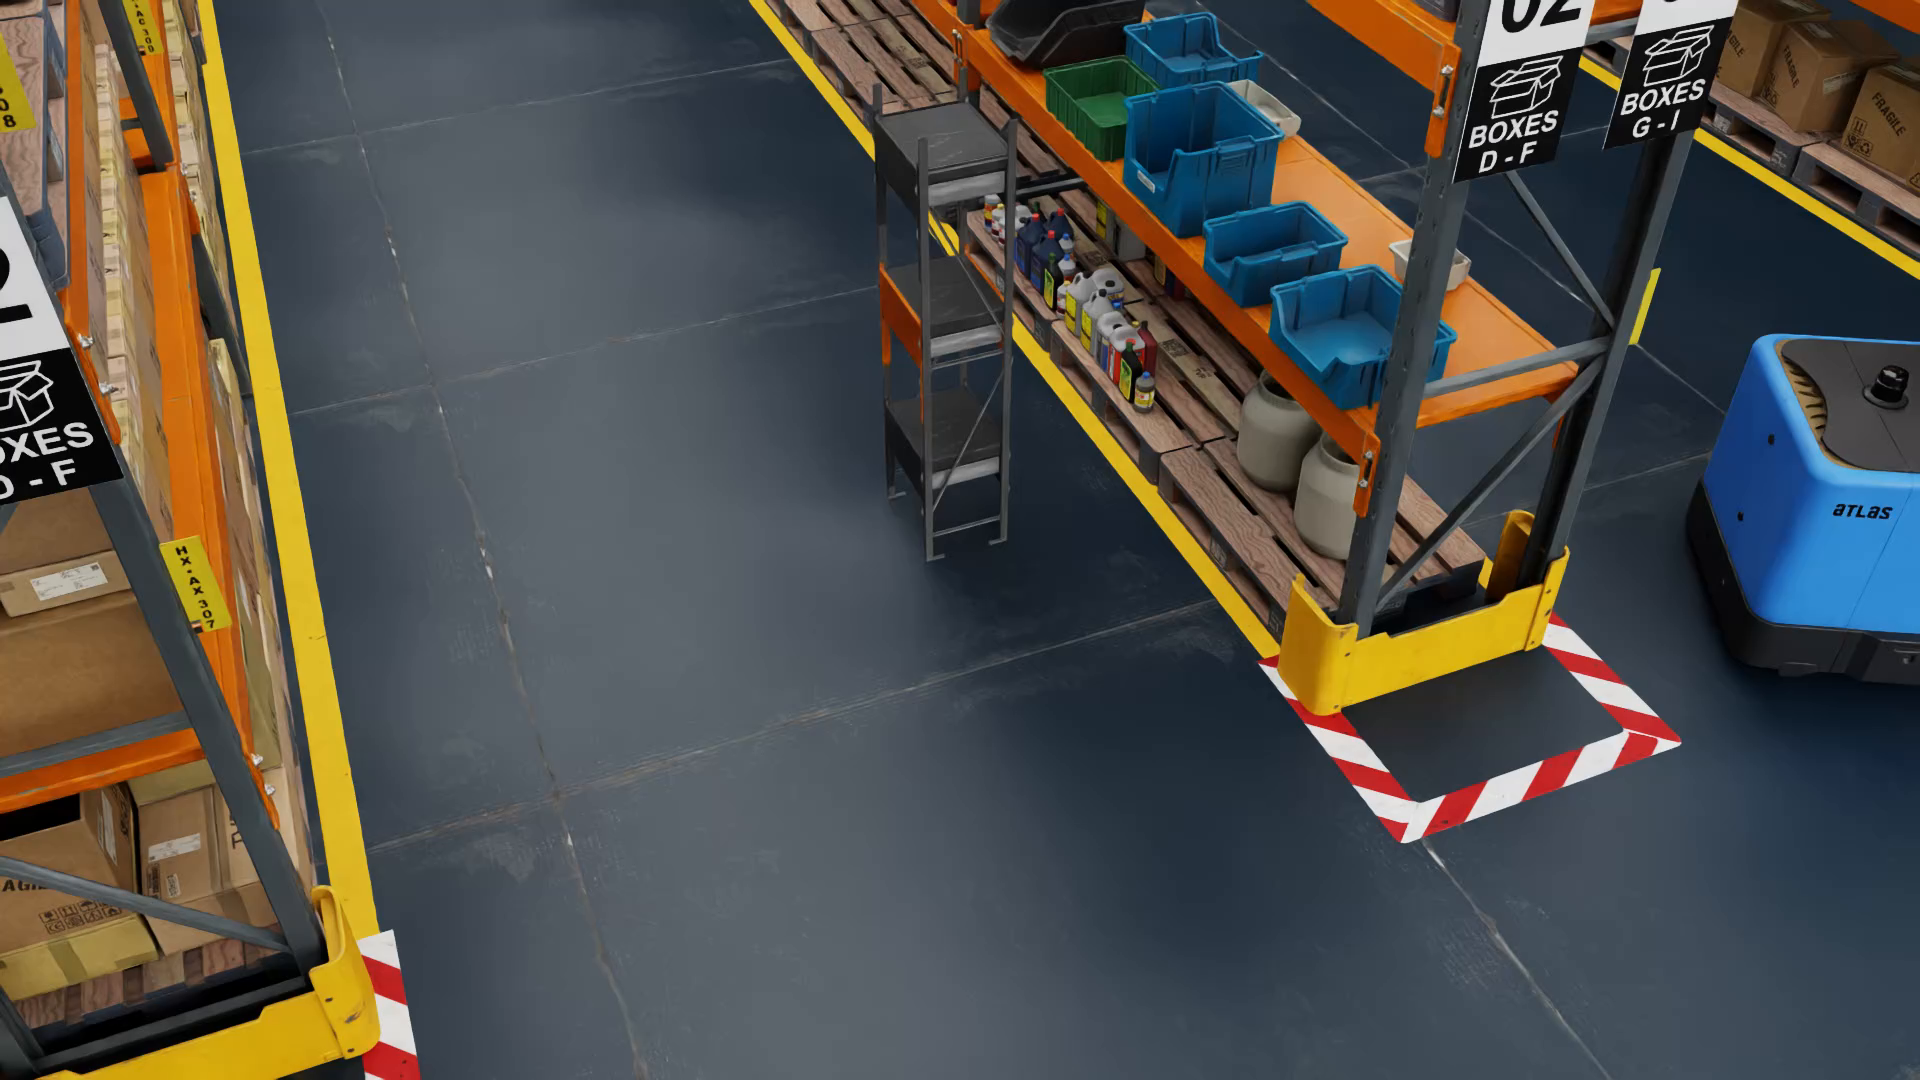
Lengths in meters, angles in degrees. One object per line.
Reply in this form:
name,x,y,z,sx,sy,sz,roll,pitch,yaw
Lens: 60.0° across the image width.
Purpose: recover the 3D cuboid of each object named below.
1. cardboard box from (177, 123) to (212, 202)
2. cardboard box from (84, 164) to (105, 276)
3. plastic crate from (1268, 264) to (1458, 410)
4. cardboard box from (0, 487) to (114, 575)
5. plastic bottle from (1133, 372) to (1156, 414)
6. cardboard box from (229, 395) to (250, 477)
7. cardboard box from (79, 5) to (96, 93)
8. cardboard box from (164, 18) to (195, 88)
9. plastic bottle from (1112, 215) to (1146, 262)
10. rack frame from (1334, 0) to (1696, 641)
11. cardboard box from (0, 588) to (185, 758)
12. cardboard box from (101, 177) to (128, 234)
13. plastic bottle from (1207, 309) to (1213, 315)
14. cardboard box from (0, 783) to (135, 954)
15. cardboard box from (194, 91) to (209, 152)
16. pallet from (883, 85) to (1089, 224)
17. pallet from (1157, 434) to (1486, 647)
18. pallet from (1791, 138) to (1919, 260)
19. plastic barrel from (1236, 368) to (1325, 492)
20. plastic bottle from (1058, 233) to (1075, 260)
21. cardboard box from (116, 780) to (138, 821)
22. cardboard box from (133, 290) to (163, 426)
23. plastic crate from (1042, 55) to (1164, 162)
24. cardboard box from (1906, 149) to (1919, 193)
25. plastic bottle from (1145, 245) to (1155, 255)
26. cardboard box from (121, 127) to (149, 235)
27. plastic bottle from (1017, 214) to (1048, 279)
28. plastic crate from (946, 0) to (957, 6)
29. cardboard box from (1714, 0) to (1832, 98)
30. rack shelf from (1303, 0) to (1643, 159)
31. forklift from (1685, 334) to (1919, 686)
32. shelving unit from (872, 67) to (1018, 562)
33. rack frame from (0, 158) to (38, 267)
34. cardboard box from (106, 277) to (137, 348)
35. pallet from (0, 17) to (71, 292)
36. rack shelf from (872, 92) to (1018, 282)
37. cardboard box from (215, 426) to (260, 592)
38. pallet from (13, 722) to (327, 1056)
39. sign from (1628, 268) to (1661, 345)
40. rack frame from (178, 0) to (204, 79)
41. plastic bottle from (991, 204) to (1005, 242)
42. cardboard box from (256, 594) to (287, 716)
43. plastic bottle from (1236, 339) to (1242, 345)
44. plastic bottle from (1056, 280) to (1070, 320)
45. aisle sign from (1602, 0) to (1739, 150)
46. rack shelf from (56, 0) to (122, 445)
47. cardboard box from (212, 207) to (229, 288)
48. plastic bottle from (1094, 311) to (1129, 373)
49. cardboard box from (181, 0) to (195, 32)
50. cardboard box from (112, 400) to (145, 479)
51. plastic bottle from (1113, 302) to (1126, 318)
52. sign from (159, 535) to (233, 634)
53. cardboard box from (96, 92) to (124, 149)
cardboard box,-4.424,-2.047,9.105,0.500,0.311,0.500,-16,43,-18
cardboard box,-3.358,-1.149,5.633,0.700,0.500,0.500,-15,43,-17
plastic crate,1.530,-0.787,6.397,0.499,0.251,0.616,-15,43,-17
cardboard box,-2.767,-0.229,4.562,0.700,0.500,0.500,-15,43,-17
plastic bottle,0.890,-0.719,8.013,0.097,0.201,0.097,0,41,0
cardboard box,-3.549,-0.381,7.597,0.500,0.250,0.500,-15,43,-17
cardboard box,-3.935,-2.056,6.688,0.700,0.500,0.500,-15,43,-17
cardboard box,-5.008,-2.966,10.173,0.500,0.311,0.500,-16,43,-18
plastic bottle,0.926,-1.676,9.069,0.152,0.276,0.135,-15,43,-17
rack frame,1.998,-0.616,6.085,1.000,3.000,0.127,-15,43,-17
cardboard box,-2.747,0.295,4.948,0.700,0.500,0.500,-15,43,-17
cardboard box,-3.324,-1.201,6.190,0.380,0.149,0.250,-14,43,-16
plastic bottle,1.345,-1.307,8.643,0.097,0.271,0.097,0,41,0
cardboard box,-3.060,0.967,5.455,0.500,0.500,0.500,-15,43,-17
cardboard box,-4.824,-2.449,10.003,0.500,0.250,0.500,-14,43,-16
pallet,0.131,-2.432,10.335,1.003,0.211,1.213,-15,43,-17
pallet,1.620,-0.084,7.604,1.003,0.211,1.213,-15,43,-17
pallet,5.804,-2.072,9.917,1.003,0.211,1.213,-15,43,-17
plastic barrel,1.484,-0.512,7.549,0.421,0.512,0.421,0,41,0
plastic bottle,0.560,-1.511,8.880,0.097,0.271,0.097,0,41,0
cardboard box,-3.260,0.953,6.047,0.500,0.250,0.500,-15,43,-17
cardboard box,-3.341,-0.637,6.032,0.700,0.500,0.500,-14,43,-16
plastic crate,0.726,-2.057,7.923,0.450,0.188,0.662,-15,43,-17
cardboard box,5.868,-2.177,9.495,0.500,0.500,0.500,-11,42,-13
plastic bottle,1.054,-1.757,9.105,0.144,0.351,0.185,-17,44,-19
cardboard box,-3.935,-1.565,7.111,0.700,0.500,0.500,-16,43,-18
plastic bottle,0.393,-1.598,8.921,0.144,0.351,0.185,-14,43,-16
plastic crate,0.000,-3.265,9.116,0.402,0.464,0.583,-15,43,-17
cardboard box,5.160,-3.222,10.710,0.500,0.500,0.500,-16,43,-18
rack shelf,1.233,-2.686,6.742,1.077,0.370,4.000,-15,43,-17
forklift,4.800,-0.762,6.307,3.031,2.935,1.130,4,41,5
shelving unit,-0.063,-0.896,7.100,0.431,2.100,0.503,-15,43,-17
rack frame,-2.580,-1.657,2.694,1.000,3.000,0.127,-15,43,-17
cardboard box,-3.026,-0.732,5.645,0.380,0.149,0.250,-16,43,-17
pallet,-2.826,-0.919,4.204,1.003,0.211,1.213,-15,43,-17
rack shelf,-0.063,-1.416,6.652,0.431,0.518,0.480,-15,43,-17
cardboard box,-3.151,-0.067,6.657,0.500,0.500,0.500,-15,43,-17
pallet,-2.911,1.224,6.083,1.003,0.211,1.213,-15,43,-17
sign,2.508,-0.856,6.151,0.100,0.325,0.005,-15,43,-17
rack frame,-5.641,-4.202,10.254,1.000,3.000,0.127,-15,43,-17
plastic bottle,0.223,-1.769,9.234,0.097,0.201,0.097,0,41,0
cardboard box,-2.965,0.520,6.550,0.500,0.250,0.500,-15,43,-17
plastic bottle,1.461,-1.125,8.431,0.097,0.271,0.097,0,41,0
plastic bottle,0.552,-1.252,8.632,0.097,0.201,0.097,0,41,0
aisle sign,2.296,-1.632,5.272,0.394,0.787,0.004,-15,43,-17
rack shelf,-3.345,-1.452,5.308,1.077,0.370,4.000,-15,43,-17
cardboard box,-4.230,-1.522,8.925,0.500,0.250,0.500,-14,43,-16
plastic bottle,0.766,-0.990,8.270,0.152,0.276,0.135,-16,43,-18
cardboard box,-5.551,-3.766,11.328,0.500,0.500,0.500,-13,42,-15
cardboard box,-2.729,-0.266,5.103,0.380,0.149,0.250,-15,43,-17
plastic bottle,0.794,-1.117,8.475,0.097,0.201,0.097,0,41,0
sign,-2.065,0.124,4.499,0.100,0.325,0.005,-15,43,-17
cardboard box,-3.613,-1.659,6.723,0.380,0.149,0.250,-16,43,-18
